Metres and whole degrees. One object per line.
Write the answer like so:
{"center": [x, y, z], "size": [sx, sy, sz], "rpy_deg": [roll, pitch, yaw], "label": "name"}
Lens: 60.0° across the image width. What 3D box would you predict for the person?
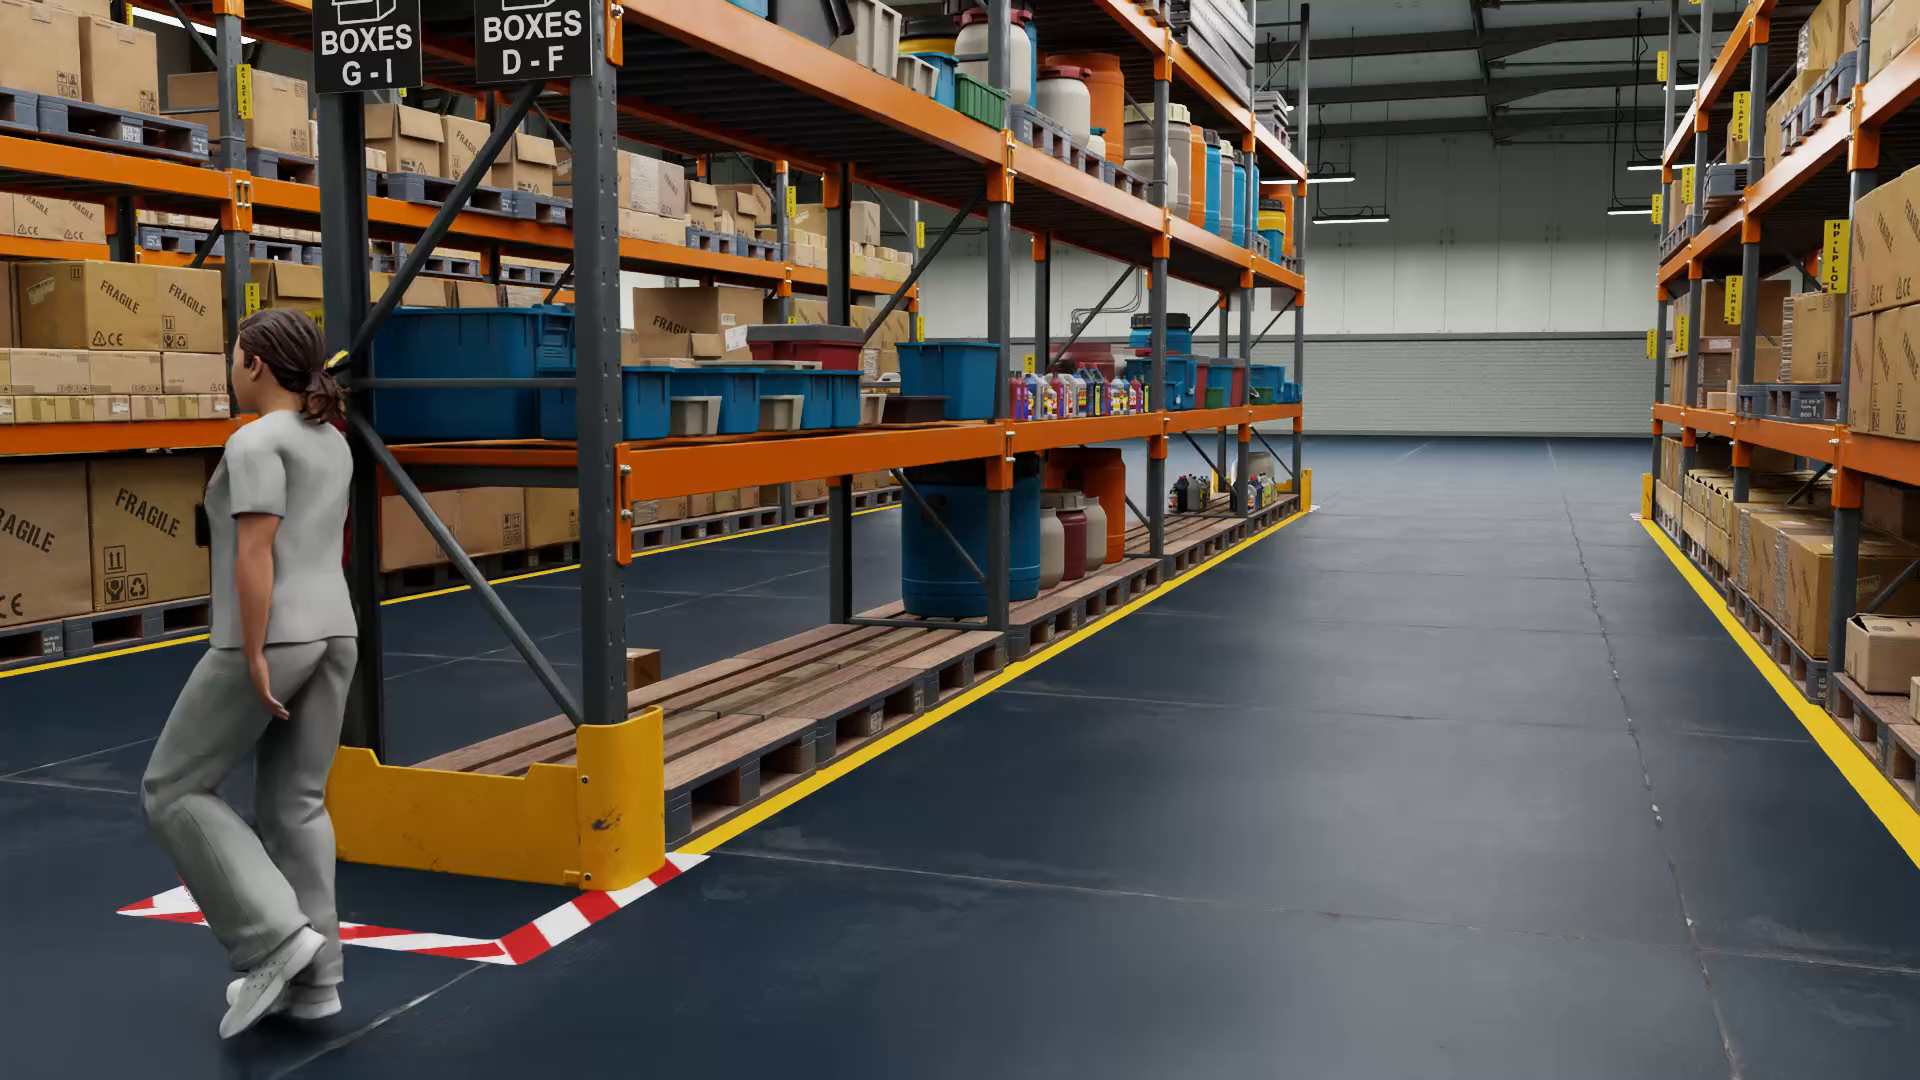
{"center": [-1.618, 0.283, 3.925], "size": [0.432, 1.658, 0.537], "rpy_deg": [1, 5, 15], "label": "person"}
